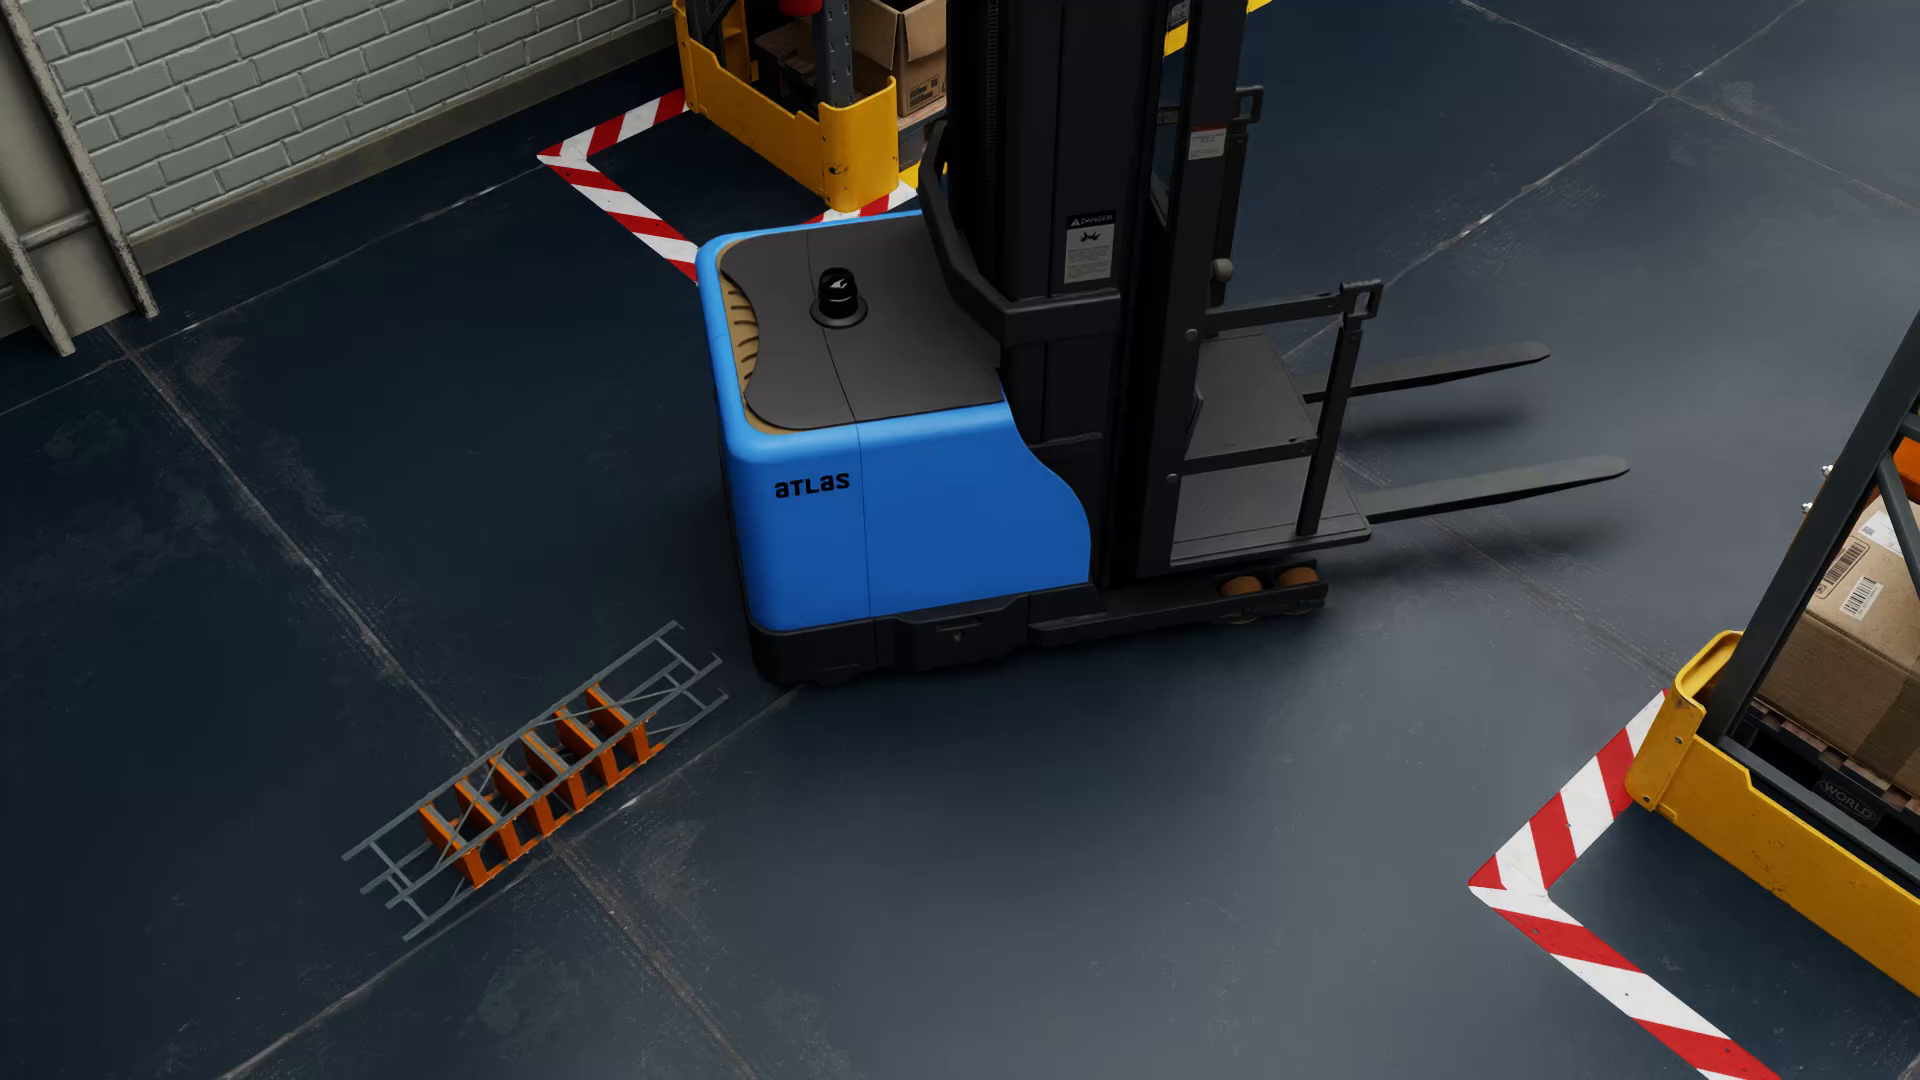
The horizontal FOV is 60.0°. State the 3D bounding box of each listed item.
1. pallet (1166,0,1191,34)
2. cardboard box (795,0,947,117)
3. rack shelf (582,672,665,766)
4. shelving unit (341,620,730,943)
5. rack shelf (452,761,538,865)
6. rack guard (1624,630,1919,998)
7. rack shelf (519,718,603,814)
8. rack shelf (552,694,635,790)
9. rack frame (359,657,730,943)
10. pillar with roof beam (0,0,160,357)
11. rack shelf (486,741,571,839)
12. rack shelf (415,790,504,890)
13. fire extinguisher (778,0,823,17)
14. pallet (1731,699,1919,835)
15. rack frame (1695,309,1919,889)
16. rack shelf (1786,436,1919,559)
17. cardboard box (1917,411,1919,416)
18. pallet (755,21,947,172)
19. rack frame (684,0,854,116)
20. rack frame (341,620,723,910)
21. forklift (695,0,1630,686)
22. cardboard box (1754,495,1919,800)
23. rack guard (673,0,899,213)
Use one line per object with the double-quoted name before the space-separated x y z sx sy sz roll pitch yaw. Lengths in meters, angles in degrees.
"pallet" 0.737 -2.830 8.218 1.213 0.211 1.003 -34 56 -27
"cardboard box" -0.295 -2.290 7.235 0.637 0.503 0.797 -36 57 -28
"rack shelf" -1.037 0.544 5.113 0.258 0.180 0.103 35 57 28
"shelving unit" -1.235 0.695 4.975 0.258 0.189 1.200 35 57 28
"rack shelf" -1.371 0.799 4.881 0.258 0.180 0.103 35 57 28
"rack guard" 2.513 0.813 4.660 0.348 0.500 1.175 -34 56 -27
"rack shelf" -1.204 0.671 4.997 0.258 0.180 0.103 35 57 28
"rack shelf" -1.120 0.607 5.055 0.258 0.180 0.103 35 57 28
"rack frame" -1.234 0.757 5.043 0.240 0.006 1.200 35 57 28
"pillar with roof beam" -0.516 -1.594 1.098 0.400 9.000 9.100 -34 56 -27
"rack shelf" -1.287 0.735 4.939 0.258 0.180 0.103 35 57 28
"rack shelf" -1.454 0.863 4.823 0.258 0.180 0.103 35 57 28
"fire extinguisher" -0.609 -2.267 6.107 0.183 0.674 0.296 -34 56 -27
"pallet" 3.070 0.461 5.181 1.213 0.211 1.003 -34 56 -27
"rack frame" 2.531 -0.046 3.752 0.127 3.000 1.000 -34 56 -27
"rack shelf" 4.011 -0.791 4.929 4.000 0.370 1.077 -34 56 -27
"cardboard box" 2.710 -0.463 4.068 0.500 0.500 0.500 -33 56 -27
"pallet" -0.166 -2.230 7.664 1.213 0.211 1.003 -34 56 -27
"rack frame" -0.811 -2.744 6.241 0.127 3.000 1.000 -34 56 -27
"rack frame" -1.235 0.633 4.908 0.240 0.006 1.200 35 57 28
"forklift" 0.737 -1.089 4.761 3.031 2.935 1.130 -9 48 -8
"cardboard box" 2.952 0.299 4.891 0.875 0.438 0.875 -36 57 -28
"rack guard" -0.755 -1.934 7.194 0.348 0.500 1.175 -34 56 -27
